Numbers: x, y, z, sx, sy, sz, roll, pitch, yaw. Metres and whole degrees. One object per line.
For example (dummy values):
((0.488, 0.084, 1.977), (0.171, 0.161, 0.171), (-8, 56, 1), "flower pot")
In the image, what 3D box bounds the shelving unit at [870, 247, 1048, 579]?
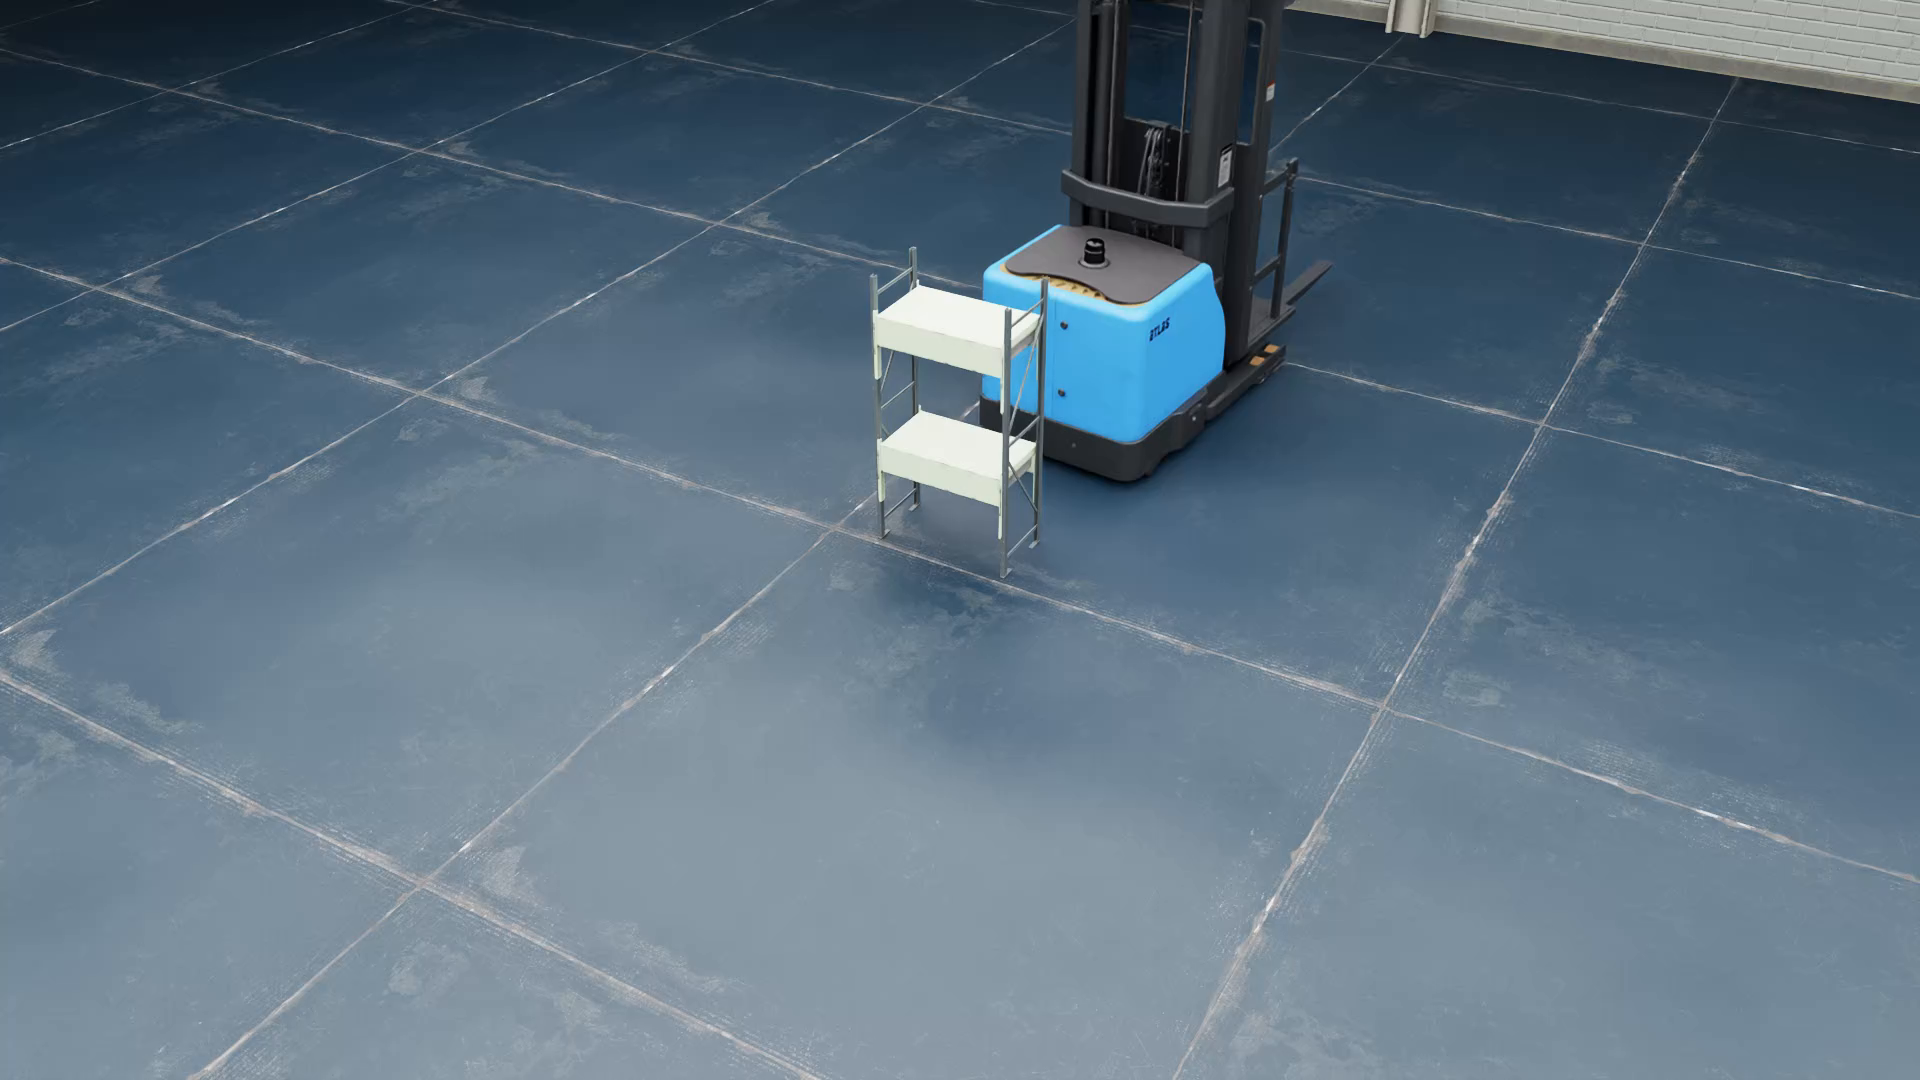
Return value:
((-0.006, -0.626, 8.337), (0.755, 1.500, 0.431), (18, 37, 24), "shelving unit")

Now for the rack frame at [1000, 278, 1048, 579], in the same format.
((0.312, -0.525, 8.186), (0.023, 1.500, 0.400), (18, 37, 24), "rack frame")

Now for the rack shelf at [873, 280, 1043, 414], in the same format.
((-0.006, -0.951, 8.121), (0.720, 0.370, 0.431), (18, 37, 24), "rack shelf")

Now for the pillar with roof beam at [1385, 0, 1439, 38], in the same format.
((2.244, -6.634, 10.594), (0.400, 9.000, 9.100), (18, 37, 24), "pillar with roof beam")

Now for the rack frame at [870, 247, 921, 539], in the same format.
((-0.324, -0.727, 8.488), (0.023, 1.500, 0.400), (18, 37, 24), "rack frame")

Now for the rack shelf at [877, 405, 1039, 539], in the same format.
((-0.006, -0.355, 8.518), (0.720, 0.370, 0.431), (18, 37, 24), "rack shelf")

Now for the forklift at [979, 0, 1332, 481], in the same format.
((1.362, -2.313, 9.579), (1.130, 2.935, 3.031), (21, 39, 28), "forklift")
